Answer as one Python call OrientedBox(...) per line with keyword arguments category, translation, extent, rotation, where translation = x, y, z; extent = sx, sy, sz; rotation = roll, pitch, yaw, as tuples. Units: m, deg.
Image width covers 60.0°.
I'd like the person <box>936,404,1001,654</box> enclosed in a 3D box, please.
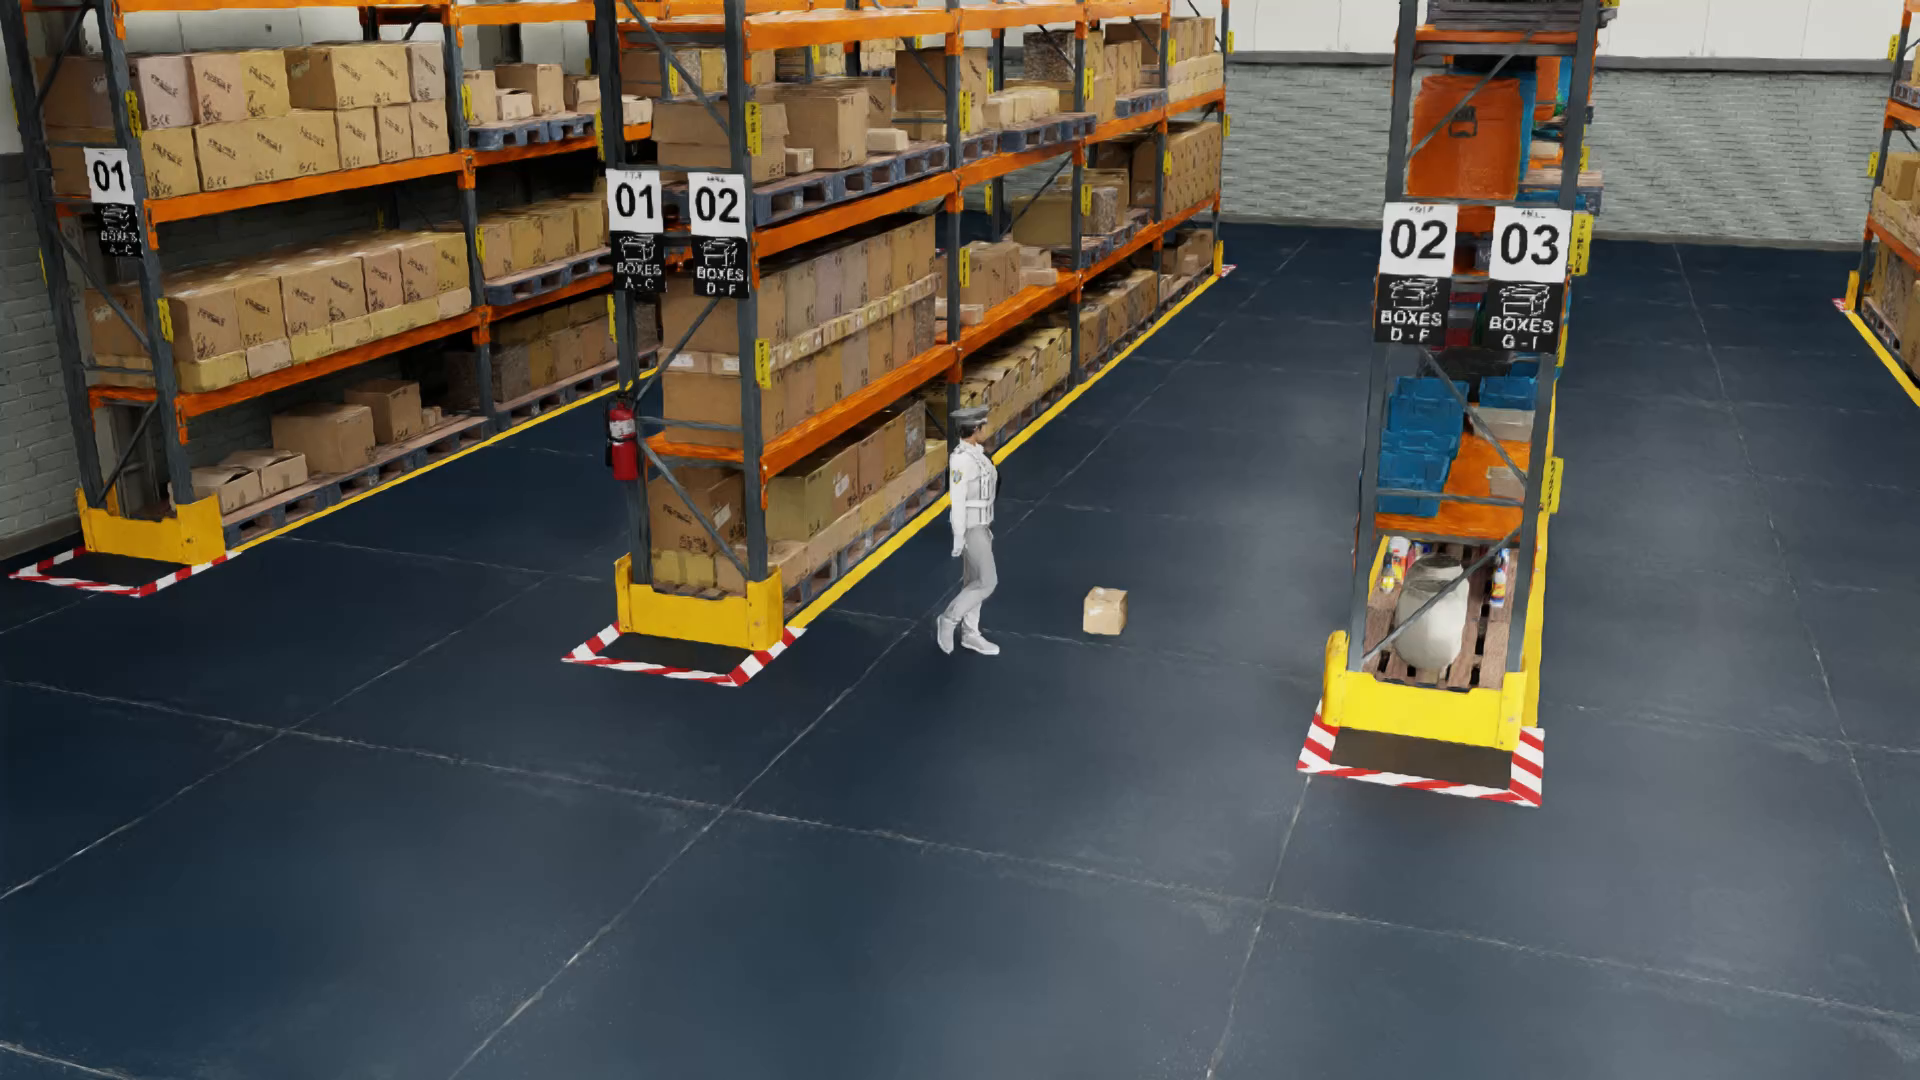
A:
OrientedBox(category="person", translation=(0.078, -0.057, 11.202), extent=(0.424, 1.667, 0.607), rotation=(4, 19, 12))
